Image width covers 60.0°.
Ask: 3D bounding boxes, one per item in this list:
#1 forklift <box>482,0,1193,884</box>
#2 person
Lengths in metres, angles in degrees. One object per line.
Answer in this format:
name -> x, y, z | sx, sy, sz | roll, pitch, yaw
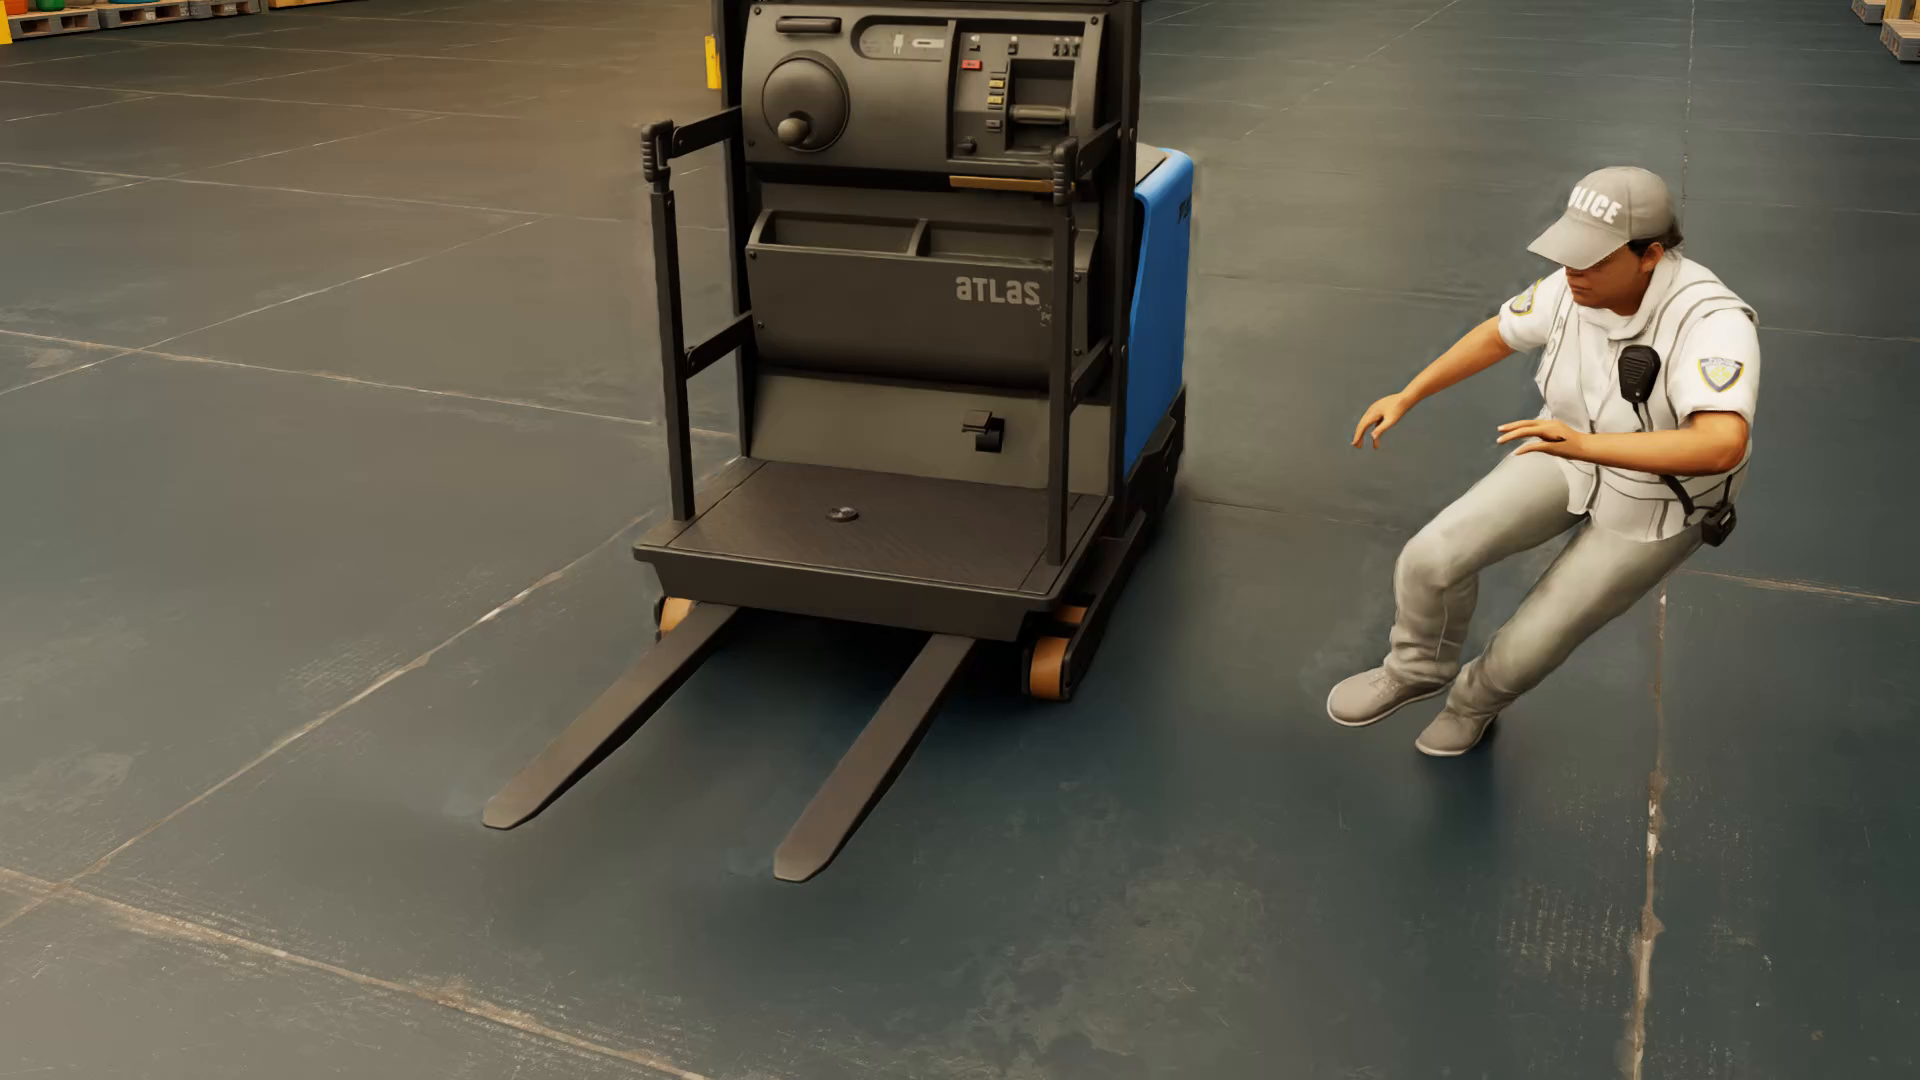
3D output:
forklift -> -0.164, -1.120, 3.973 | 1.130, 2.935, 3.031 | 7, 24, 16
person -> 1.203, -0.074, 3.455 | 0.875, 1.441, 0.900 | -20, 30, -39
